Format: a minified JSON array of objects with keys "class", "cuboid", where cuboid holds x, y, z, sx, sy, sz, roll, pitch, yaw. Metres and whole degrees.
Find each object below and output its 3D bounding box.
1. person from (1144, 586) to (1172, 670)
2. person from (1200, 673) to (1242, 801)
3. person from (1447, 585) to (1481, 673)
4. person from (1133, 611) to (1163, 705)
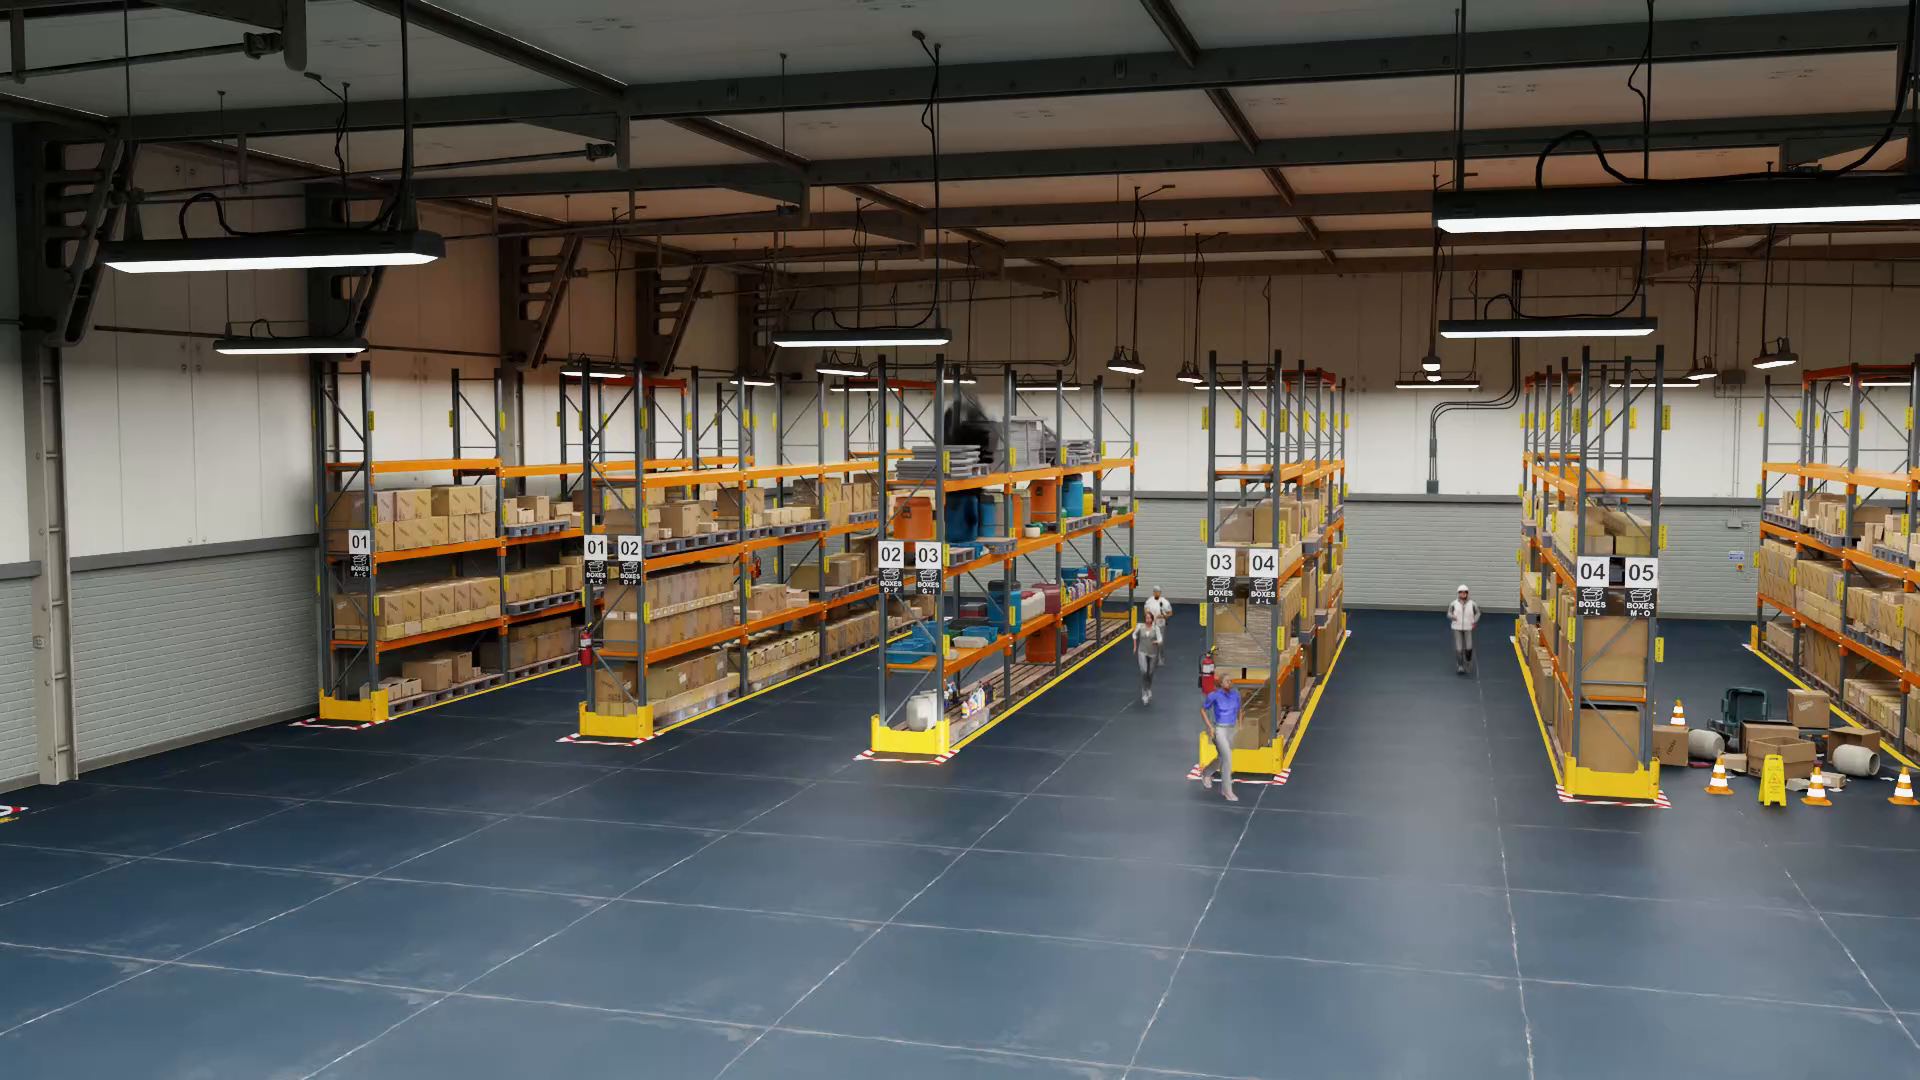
[{"class":"person","cuboid":[3.998,1.792,33.671,0.612,1.746,0.666,1,4,17]},{"class":"person","cuboid":[3.505,2.628,22.220,0.577,1.563,0.835,-2,5,-29]},{"class":"person","cuboid":[9.981,1.771,32.959,0.646,1.743,0.610,1,4,16]},{"class":"person","cuboid":[3.343,2.081,29.613,0.501,1.642,0.802,0,4,0]}]
